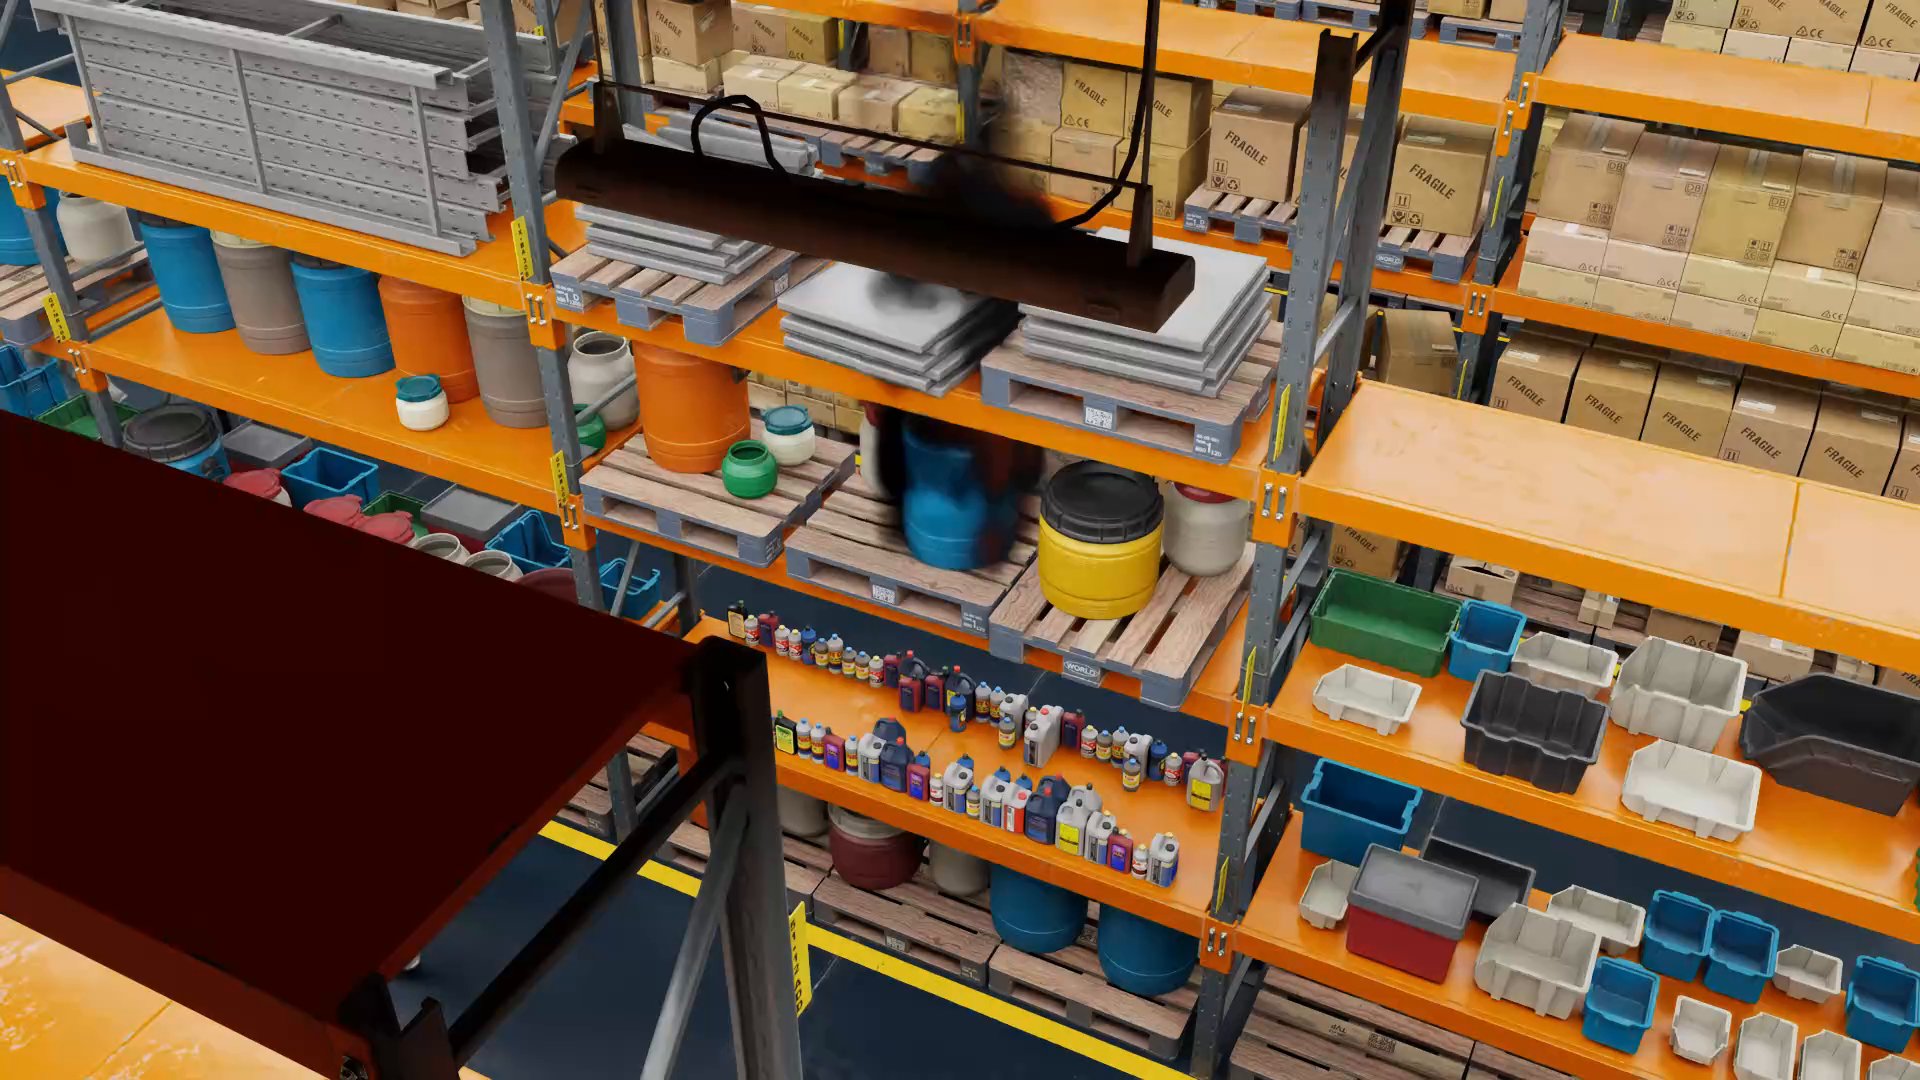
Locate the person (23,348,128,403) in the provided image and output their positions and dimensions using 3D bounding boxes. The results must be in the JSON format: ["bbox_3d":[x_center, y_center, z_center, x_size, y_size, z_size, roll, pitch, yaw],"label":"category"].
[{"bbox_3d":[-8.143,-1.789,14.842,0.959,1.795,0.650,-5,35,-8],"label":"person"}]

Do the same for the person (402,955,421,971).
[{"bbox_3d":[-3.690,1.864,9.762,0.947,1.715,0.647,11,37,15],"label":"person"}]
